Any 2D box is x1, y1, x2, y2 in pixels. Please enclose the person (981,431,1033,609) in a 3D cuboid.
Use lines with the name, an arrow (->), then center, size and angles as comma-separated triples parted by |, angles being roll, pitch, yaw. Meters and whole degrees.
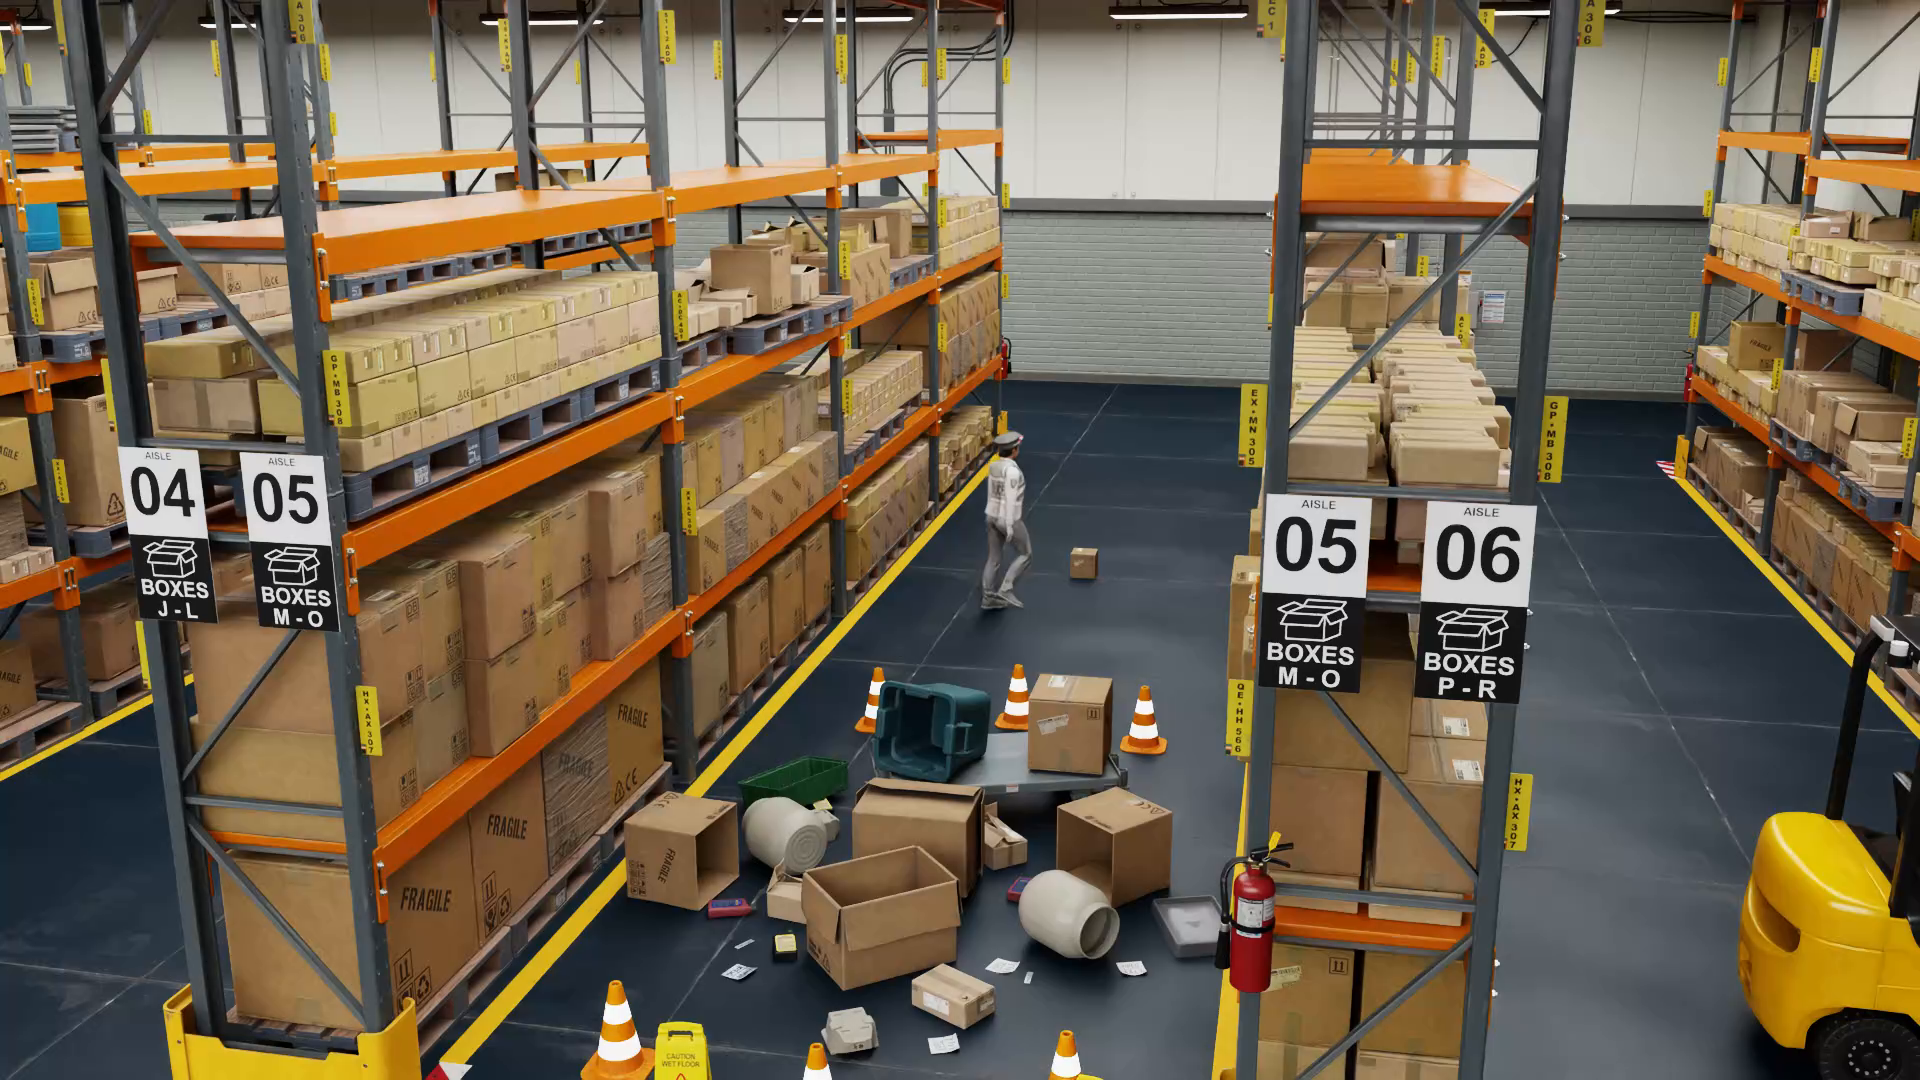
person -> 0.398, -0.179, 15.592 | 0.483, 1.663, 0.509 | -10, 18, -34
